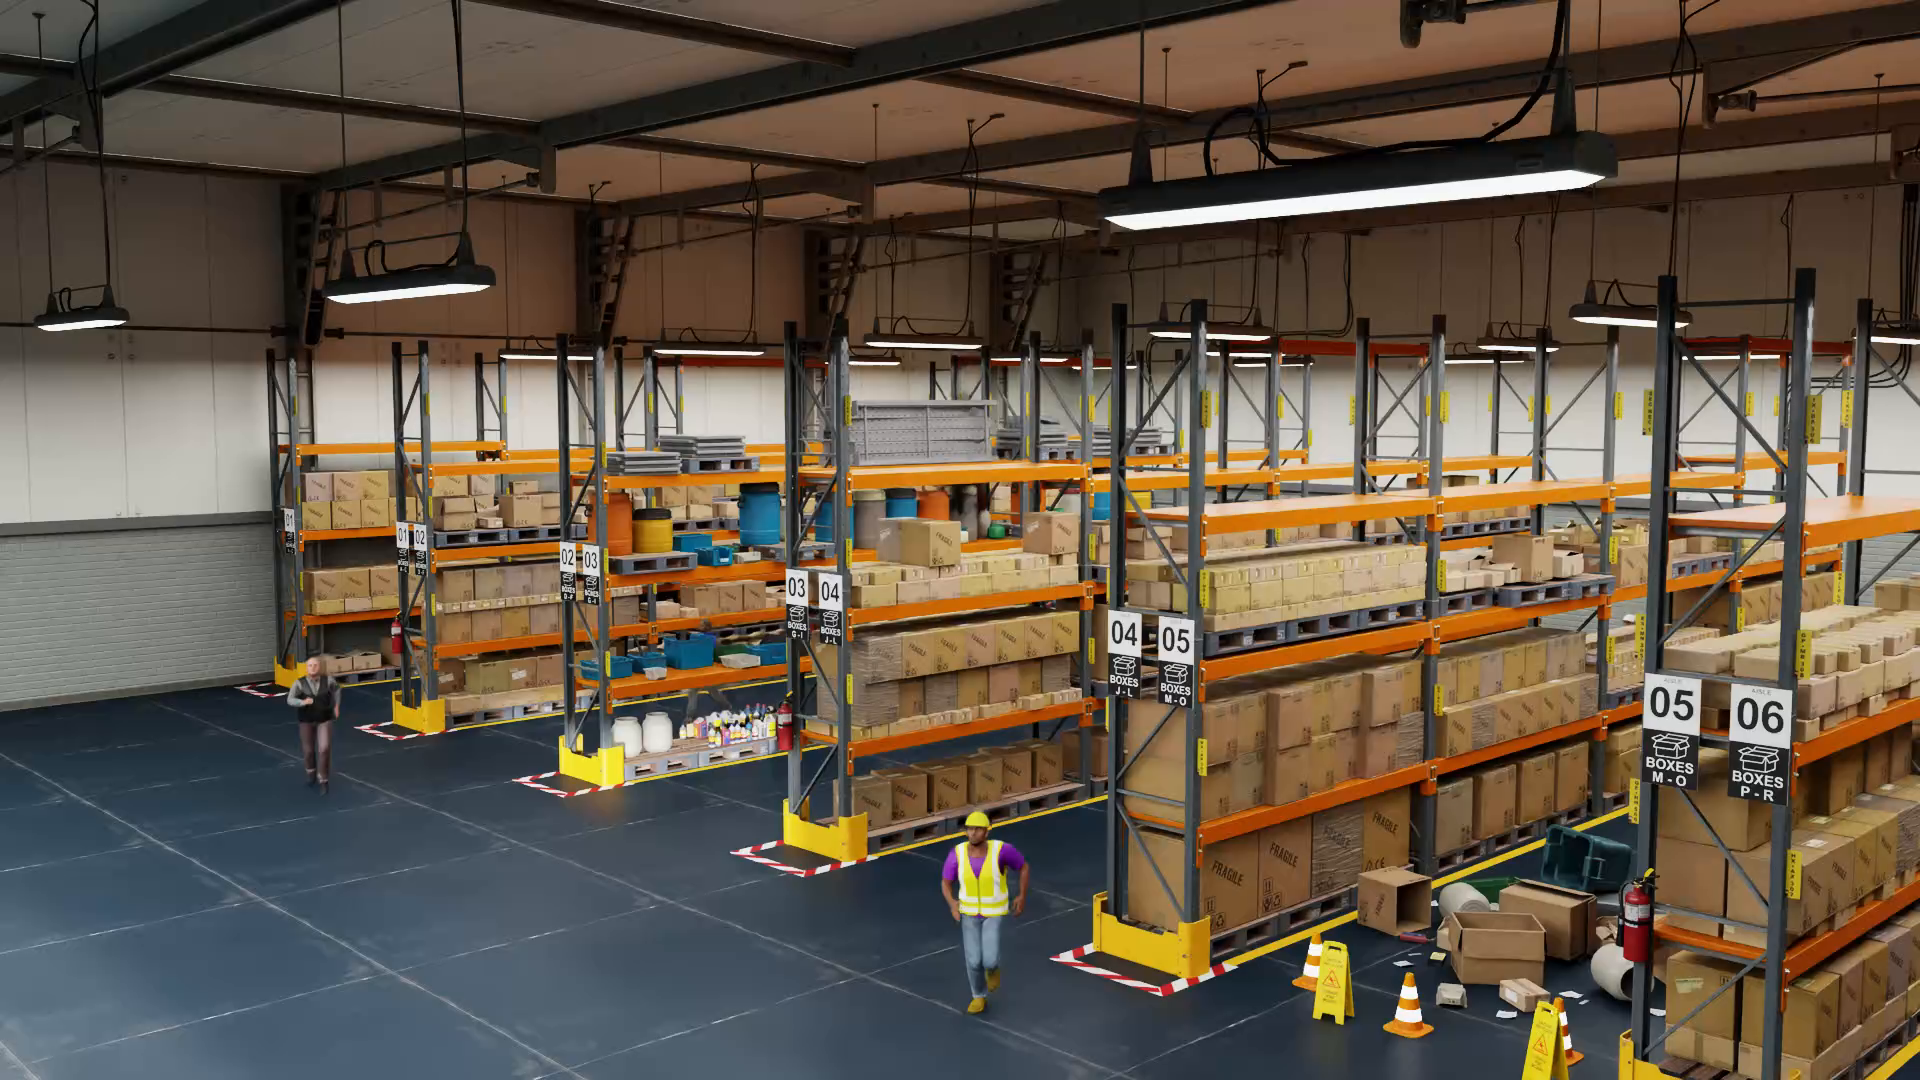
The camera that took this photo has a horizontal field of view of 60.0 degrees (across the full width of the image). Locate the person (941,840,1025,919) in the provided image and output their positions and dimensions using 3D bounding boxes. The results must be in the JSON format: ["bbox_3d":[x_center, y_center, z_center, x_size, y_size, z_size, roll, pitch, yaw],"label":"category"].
[{"bbox_3d":[0.182,2.811,13.878,0.686,0.641,0.371,1,5,11],"label":"person"}]

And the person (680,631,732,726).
[{"bbox_3d":[-4.021,2.159,26.171,0.529,1.450,0.897,4,7,41],"label":"person"}]
